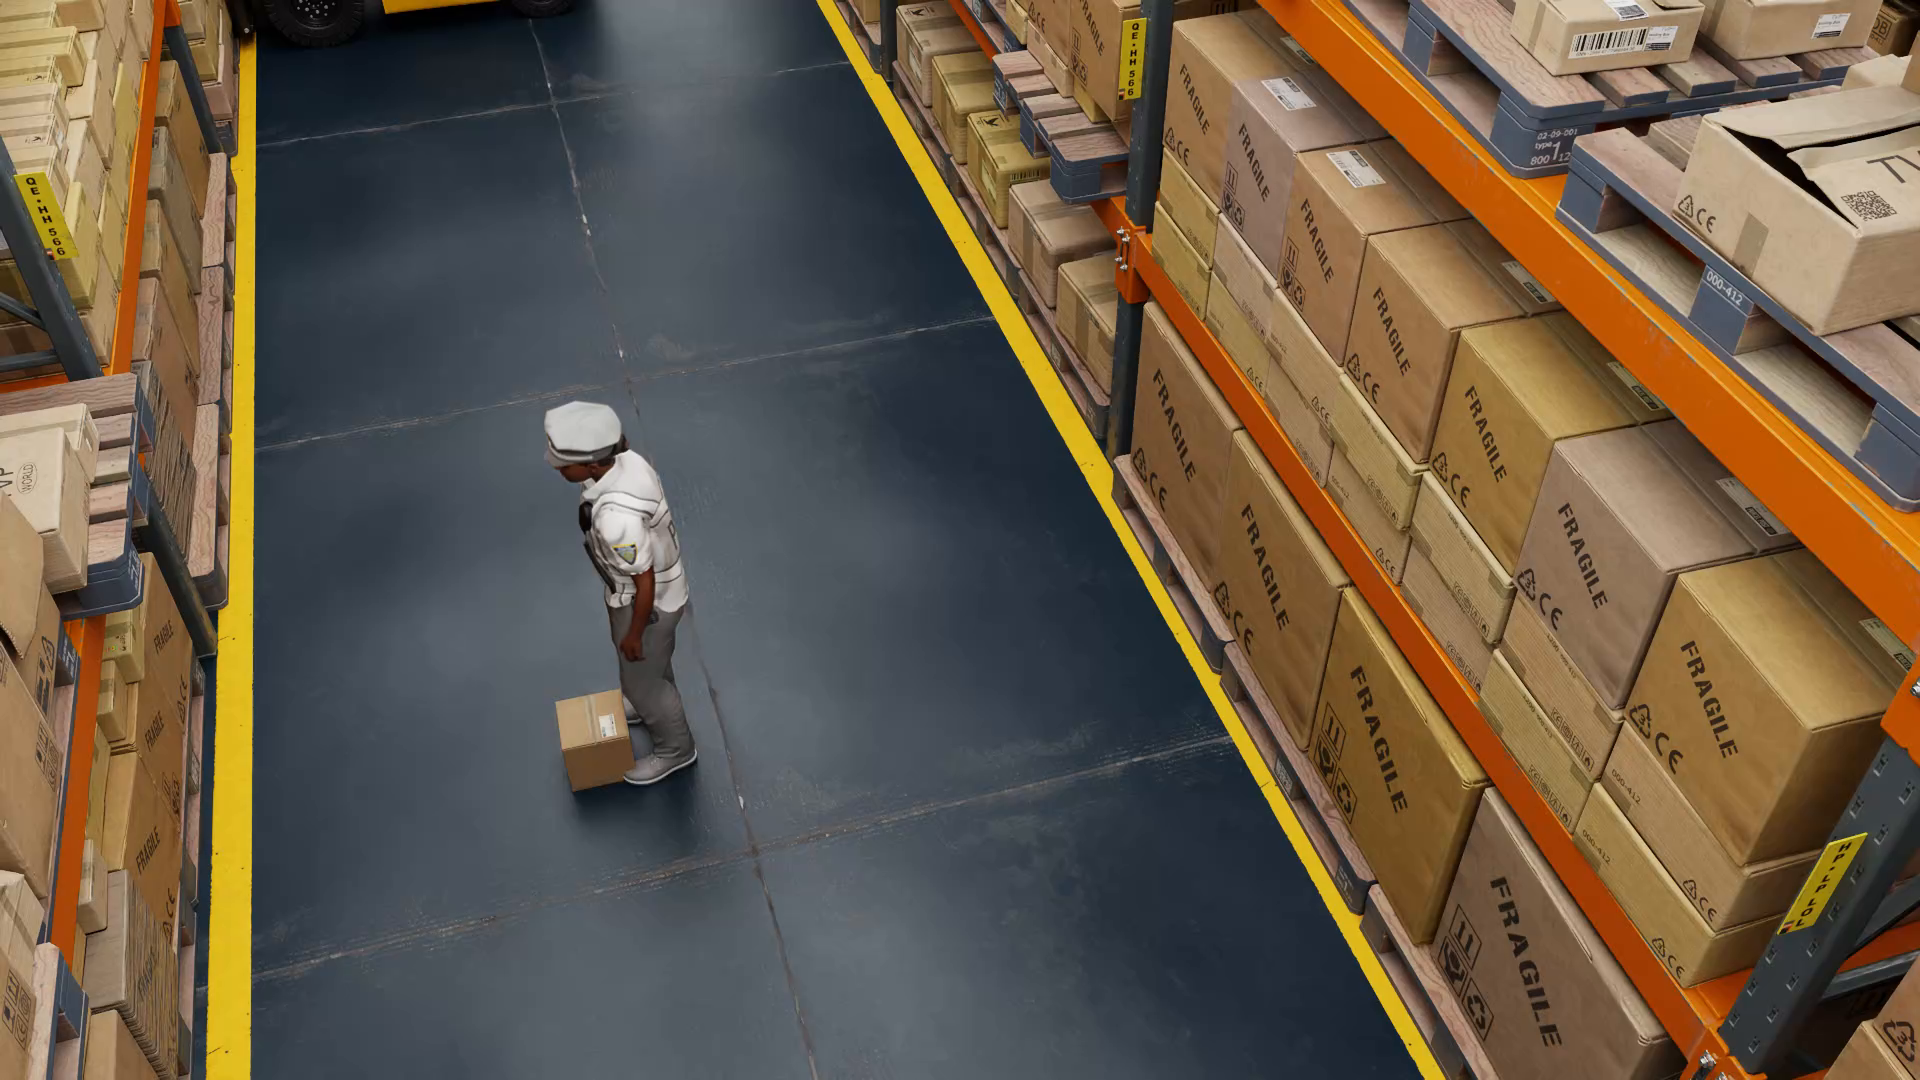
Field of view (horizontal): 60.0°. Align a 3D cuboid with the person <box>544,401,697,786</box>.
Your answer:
[{"bbox_3d":[-1.175,0.190,5.953,0.393,1.660,0.507,-12,44,-13],"label":"person"}]
